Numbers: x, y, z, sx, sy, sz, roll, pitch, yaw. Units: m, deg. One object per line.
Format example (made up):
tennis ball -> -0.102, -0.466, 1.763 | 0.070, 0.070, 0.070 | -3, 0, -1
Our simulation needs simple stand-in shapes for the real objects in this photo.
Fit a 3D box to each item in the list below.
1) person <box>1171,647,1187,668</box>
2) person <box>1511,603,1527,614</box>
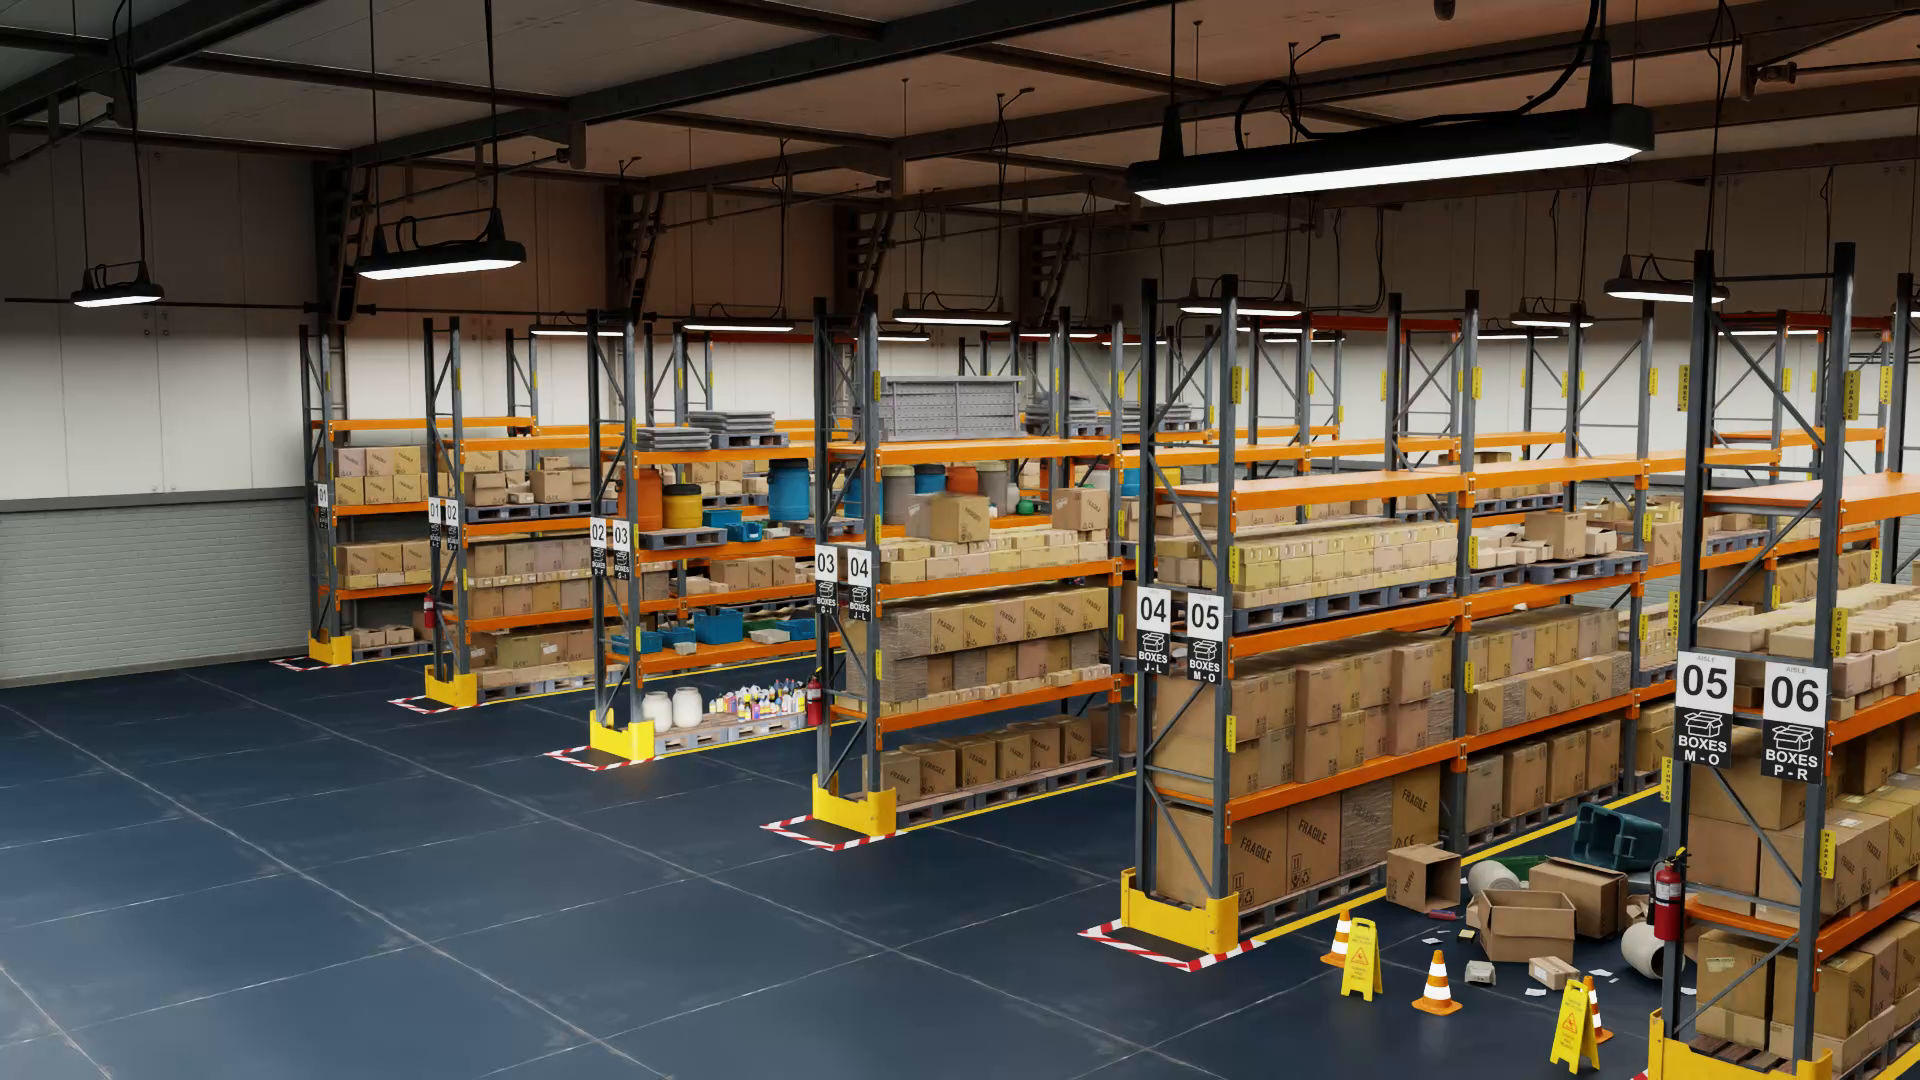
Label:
person -> 2.766, 2.230, 20.510 | 0.599, 1.746, 0.538 | 5, 8, 40
person -> 8.294, 1.777, 24.815 | 1.064, 1.721, 0.621 | -5, 8, -40
